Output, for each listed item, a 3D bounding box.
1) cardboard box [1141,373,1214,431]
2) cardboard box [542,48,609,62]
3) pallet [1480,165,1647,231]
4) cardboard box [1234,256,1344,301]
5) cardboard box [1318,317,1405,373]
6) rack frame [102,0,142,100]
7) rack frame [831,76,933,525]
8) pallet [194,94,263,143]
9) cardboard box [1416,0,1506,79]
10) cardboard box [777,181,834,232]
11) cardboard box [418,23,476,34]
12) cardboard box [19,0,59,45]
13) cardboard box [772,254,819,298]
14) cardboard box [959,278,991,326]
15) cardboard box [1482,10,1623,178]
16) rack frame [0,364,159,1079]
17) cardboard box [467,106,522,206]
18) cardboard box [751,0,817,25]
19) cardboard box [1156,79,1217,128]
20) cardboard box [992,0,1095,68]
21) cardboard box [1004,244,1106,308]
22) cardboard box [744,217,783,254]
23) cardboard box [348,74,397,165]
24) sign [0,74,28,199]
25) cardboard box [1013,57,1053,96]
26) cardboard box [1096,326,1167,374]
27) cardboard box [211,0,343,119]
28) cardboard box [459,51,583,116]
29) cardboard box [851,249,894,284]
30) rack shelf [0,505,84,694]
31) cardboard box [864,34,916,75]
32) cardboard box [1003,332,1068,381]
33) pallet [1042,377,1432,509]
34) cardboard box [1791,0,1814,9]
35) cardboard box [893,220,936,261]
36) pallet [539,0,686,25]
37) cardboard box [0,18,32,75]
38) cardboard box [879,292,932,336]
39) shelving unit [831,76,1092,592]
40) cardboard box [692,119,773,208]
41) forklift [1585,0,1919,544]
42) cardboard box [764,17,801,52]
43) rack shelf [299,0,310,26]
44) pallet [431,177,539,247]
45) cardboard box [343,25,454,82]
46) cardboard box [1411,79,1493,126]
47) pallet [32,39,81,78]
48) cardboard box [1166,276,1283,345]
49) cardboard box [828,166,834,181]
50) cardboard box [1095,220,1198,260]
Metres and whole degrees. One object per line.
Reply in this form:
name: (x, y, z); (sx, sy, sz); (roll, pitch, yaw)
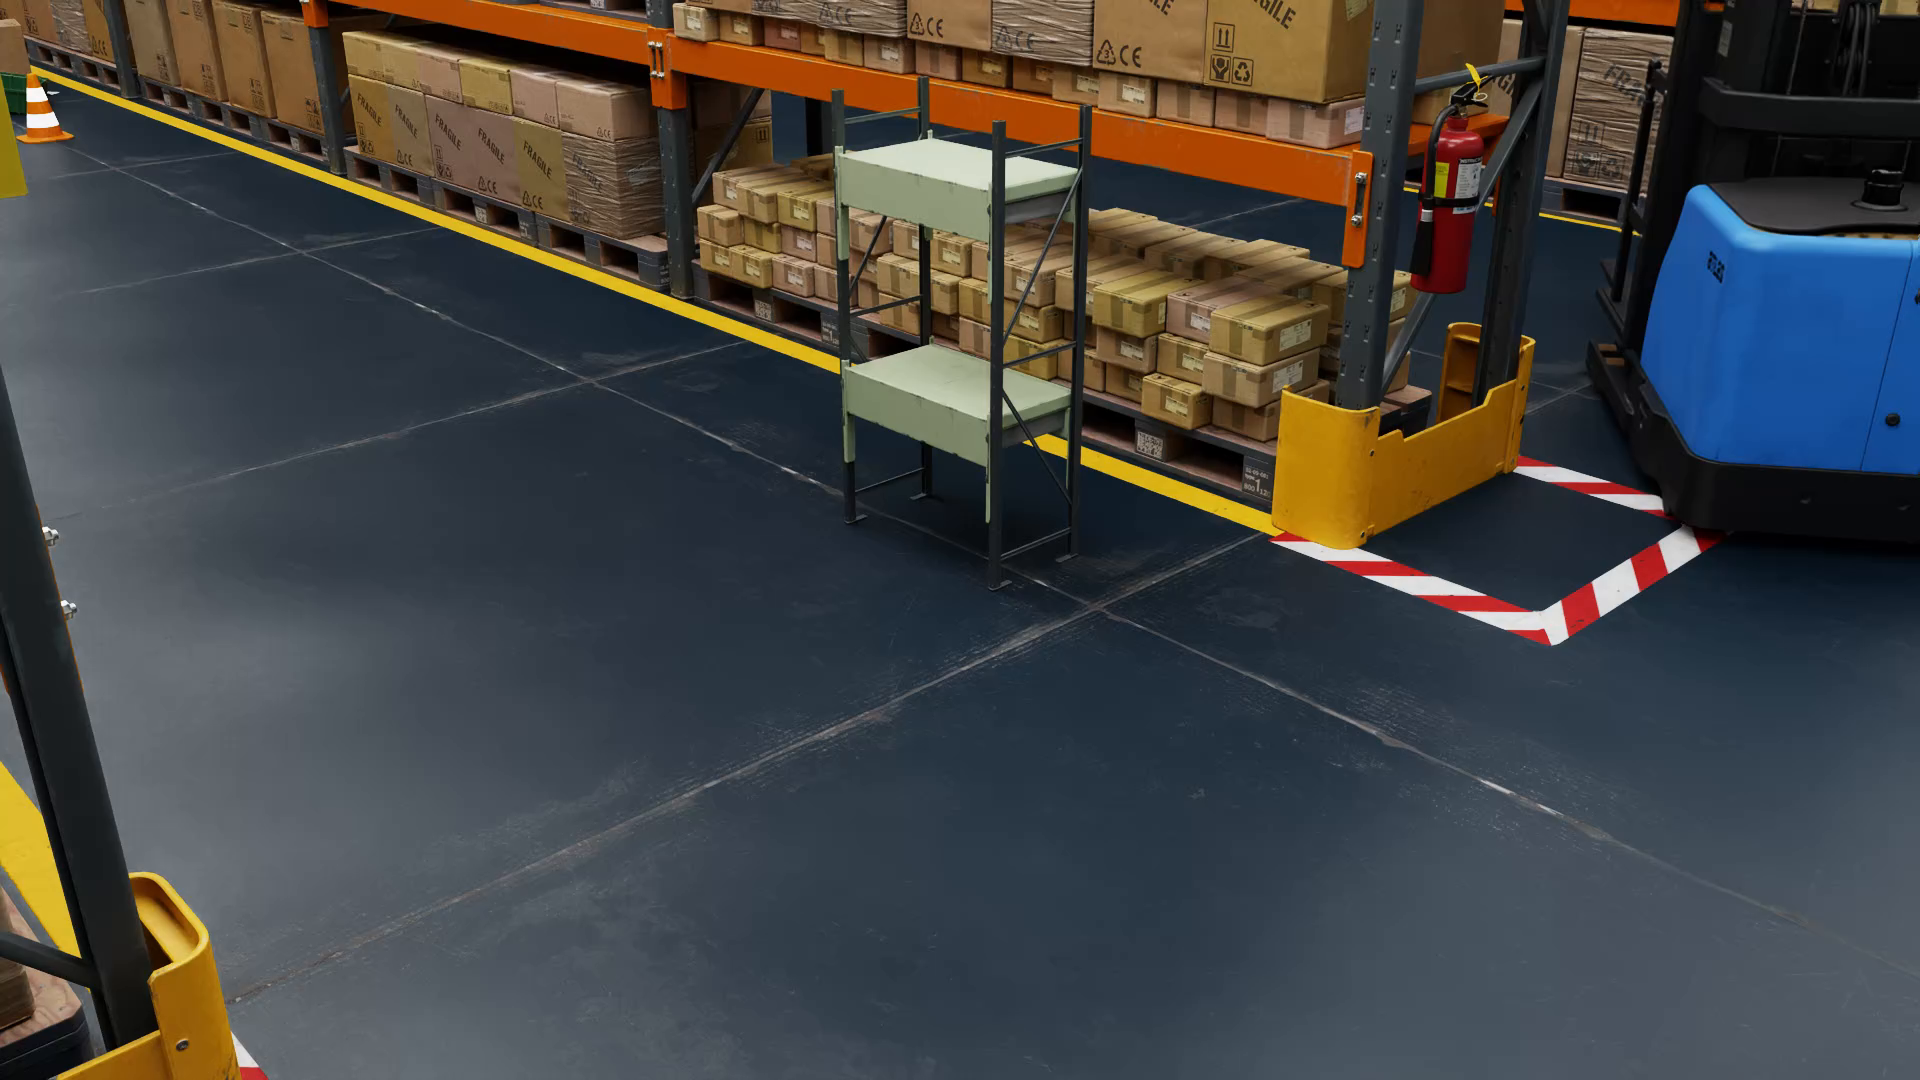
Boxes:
cardboard box: (0.906, -0.558, 6.287); (0.380, 0.149, 0.250); (-20, 31, -37)
cardboard box: (-2.090, -2.736, 9.736); (0.500, 0.250, 0.500); (-20, 31, -37)
pallet: (3.924, -2.211, 10.343); (1.003, 0.211, 1.213); (-21, 32, -38)
cardboard box: (1.281, -0.983, 6.503); (0.380, 0.149, 0.250); (-21, 32, -38)
cardboard box: (1.497, -0.775, 6.405); (0.380, 0.149, 0.250); (-20, 31, -36)
rack frame: (-6.534, -5.150, 13.424); (1.000, 3.000, 0.127); (-21, 32, -38)
rack frame: (-0.255, -0.795, 5.686); (0.400, 1.500, 0.023); (-21, 32, -38)
pallet: (-5.114, -3.299, 12.727); (1.003, 0.211, 1.213); (-21, 32, -38)
cardboard box: (1.562, -1.909, 5.842); (0.500, 0.500, 0.500); (-19, 31, -36)
cardboard box: (-0.628, -1.565, 7.778); (0.380, 0.149, 0.250); (-22, 32, -39)
cardboard box: (-3.142, -3.200, 10.752); (0.500, 0.250, 0.500); (-22, 33, -40)
cardboard box: (-8.154, -5.133, 15.442); (0.875, 0.875, 0.875); (-22, 32, -39)
cardboard box: (-0.662, -1.277, 7.865); (0.380, 0.149, 0.250); (-21, 32, -39)
cardboard box: (0.217, -1.015, 6.932); (0.380, 0.149, 0.250); (-19, 31, -36)
cardboard box: (3.631, -2.831, 10.396); (0.875, 0.875, 0.875); (-21, 32, -38)
rack frame: (-1.879, -0.078, 2.307); (0.949, 2.616, 0.053); (-21, 32, -38)
cardboard box: (-2.454, -2.245, 9.562); (0.500, 0.500, 0.500); (-22, 33, -40)
cardboard box: (-0.568, -2.537, 7.219); (0.500, 0.500, 0.500); (-21, 32, -38)
cardboard box: (0.913, -1.576, 5.893); (0.380, 0.149, 0.250); (-22, 32, -39)
cardboard box: (0.471, -2.066, 6.187); (0.500, 0.500, 0.500); (-21, 32, -38)
cardboard box: (0.366, -1.064, 6.681); (0.380, 0.149, 0.250); (-20, 31, -37)
cardboard box: (-0.814, -1.503, 8.002); (0.380, 0.149, 0.250); (-21, 32, -38)
cardboard box: (-3.503, -2.705, 10.571); (0.500, 0.500, 0.500); (22, 33, 40)
sign: (-1.467, -0.665, 2.455); (0.100, 0.325, 0.005); (-21, 32, -38)
cardboard box: (0.422, -1.834, 6.458); (0.250, 0.149, 0.380); (22, 33, 40)
cardboard box: (0.742, -0.779, 6.415); (0.250, 0.149, 0.380); (22, 33, 40)
cardboard box: (-4.751, -3.579, 12.186); (1.050, 0.750, 0.750); (-21, 32, -38)
cardboard box: (-2.473, -2.590, 9.417); (0.500, 0.250, 0.500); (22, 33, 39)
cardboard box: (-0.268, -1.267, 7.484); (0.380, 0.149, 0.250); (-19, 31, -36)
rack shelf: (-3.244, -0.358, 3.787); (1.077, 0.370, 4.000); (-21, 32, -38)
cardboard box: (-0.176, -2.048, 6.927); (0.380, 0.149, 0.250); (-20, 31, -36)
cardboard box: (0.390, -0.793, 6.802); (0.250, 0.149, 0.380); (22, 33, 39)
pallet: (1.086, -0.525, 6.646); (1.003, 0.211, 1.213); (-21, 32, -38)
cardboard box: (4.523, -2.946, 8.896); (0.380, 0.149, 0.250); (-21, 32, -38)
cardboard box: (-0.073, -1.333, 7.269); (0.250, 0.149, 0.380); (22, 33, 40)
pallet: (-1.483, -2.911, 8.749); (1.003, 0.211, 1.213); (-21, 32, -38)
cardboard box: (-8.344, -4.193, 14.335); (0.500, 0.500, 0.500); (-15, 29, -30)
cardboard box: (-0.136, -1.037, 7.338); (0.380, 0.149, 0.250); (-22, 33, -40)
shelving unit: (-0.005, -0.684, 5.443); (0.431, 1.500, 0.755); (-21, 32, -38)
cardboard box: (-1.378, -2.079, 9.199); (0.500, 0.500, 0.500); (-20, 31, -37)
forklift: (3.252, -1.889, 6.359); (1.130, 2.935, 3.031); (4, 25, 10)
cardboard box: (-0.660, -2.310, 7.502); (0.250, 0.149, 0.380); (22, 33, 39)
rack shelf: (-5.167, -4.216, 12.245); (1.077, 0.370, 4.000); (-21, 32, -38)
pallet: (-2.438, -2.062, 10.017); (1.003, 0.211, 1.213); (-21, 32, -38)
cardboard box: (-3.506, -3.055, 10.435); (0.500, 0.250, 0.500); (22, 32, 39)
cardboard box: (1.685, -1.591, 5.926); (0.380, 0.149, 0.250); (-22, 32, -39)
pallet: (-7.835, -4.503, 15.367); (1.003, 0.211, 1.213); (-21, 32, -38)
cardboard box: (0.991, -0.860, 6.232); (0.380, 0.149, 0.250); (-20, 32, -37)
cardboard box: (-0.430, -1.790, 8.273); (0.380, 0.149, 0.250); (-21, 32, -38)
cardboard box: (0.790, -1.234, 7.054); (0.380, 0.149, 0.250); (-20, 31, -37)
